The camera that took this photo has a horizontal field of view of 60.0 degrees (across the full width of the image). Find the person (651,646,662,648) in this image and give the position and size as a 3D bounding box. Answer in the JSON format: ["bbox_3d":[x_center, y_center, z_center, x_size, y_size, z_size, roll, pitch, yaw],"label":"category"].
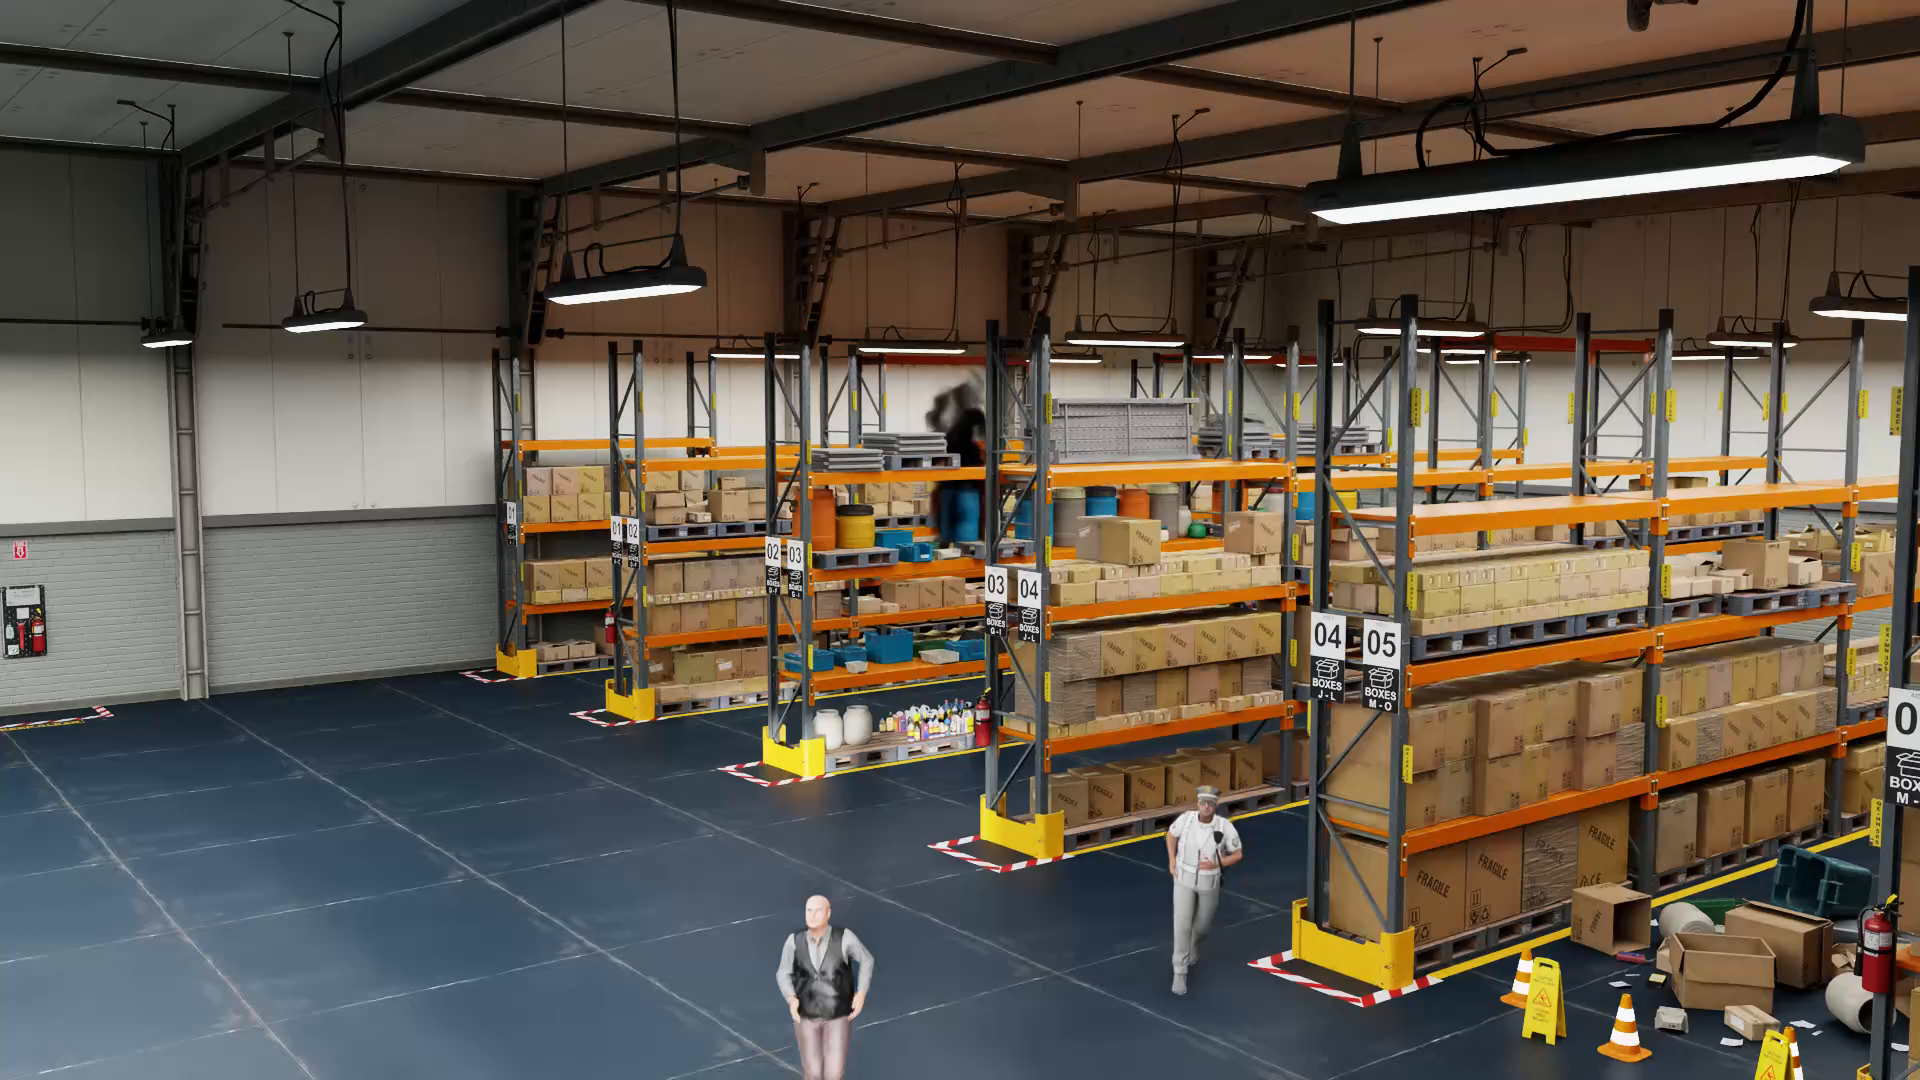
[{"bbox_3d":[-5.314,1.716,29.183,0.686,1.792,0.839,4,6,38],"label":"person"}]

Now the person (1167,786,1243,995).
[{"bbox_3d":[2.149,3.018,14.668,0.677,1.784,0.906,1,5,11],"label":"person"}]

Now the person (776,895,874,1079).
[{"bbox_3d":[-0.956,3.312,11.559,0.672,1.680,0.552,0,5,4],"label":"person"}]

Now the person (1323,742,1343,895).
[{"bbox_3d":[4.049,2.757,17.415,0.898,1.789,0.736,-4,7,-40],"label":"person"}]
